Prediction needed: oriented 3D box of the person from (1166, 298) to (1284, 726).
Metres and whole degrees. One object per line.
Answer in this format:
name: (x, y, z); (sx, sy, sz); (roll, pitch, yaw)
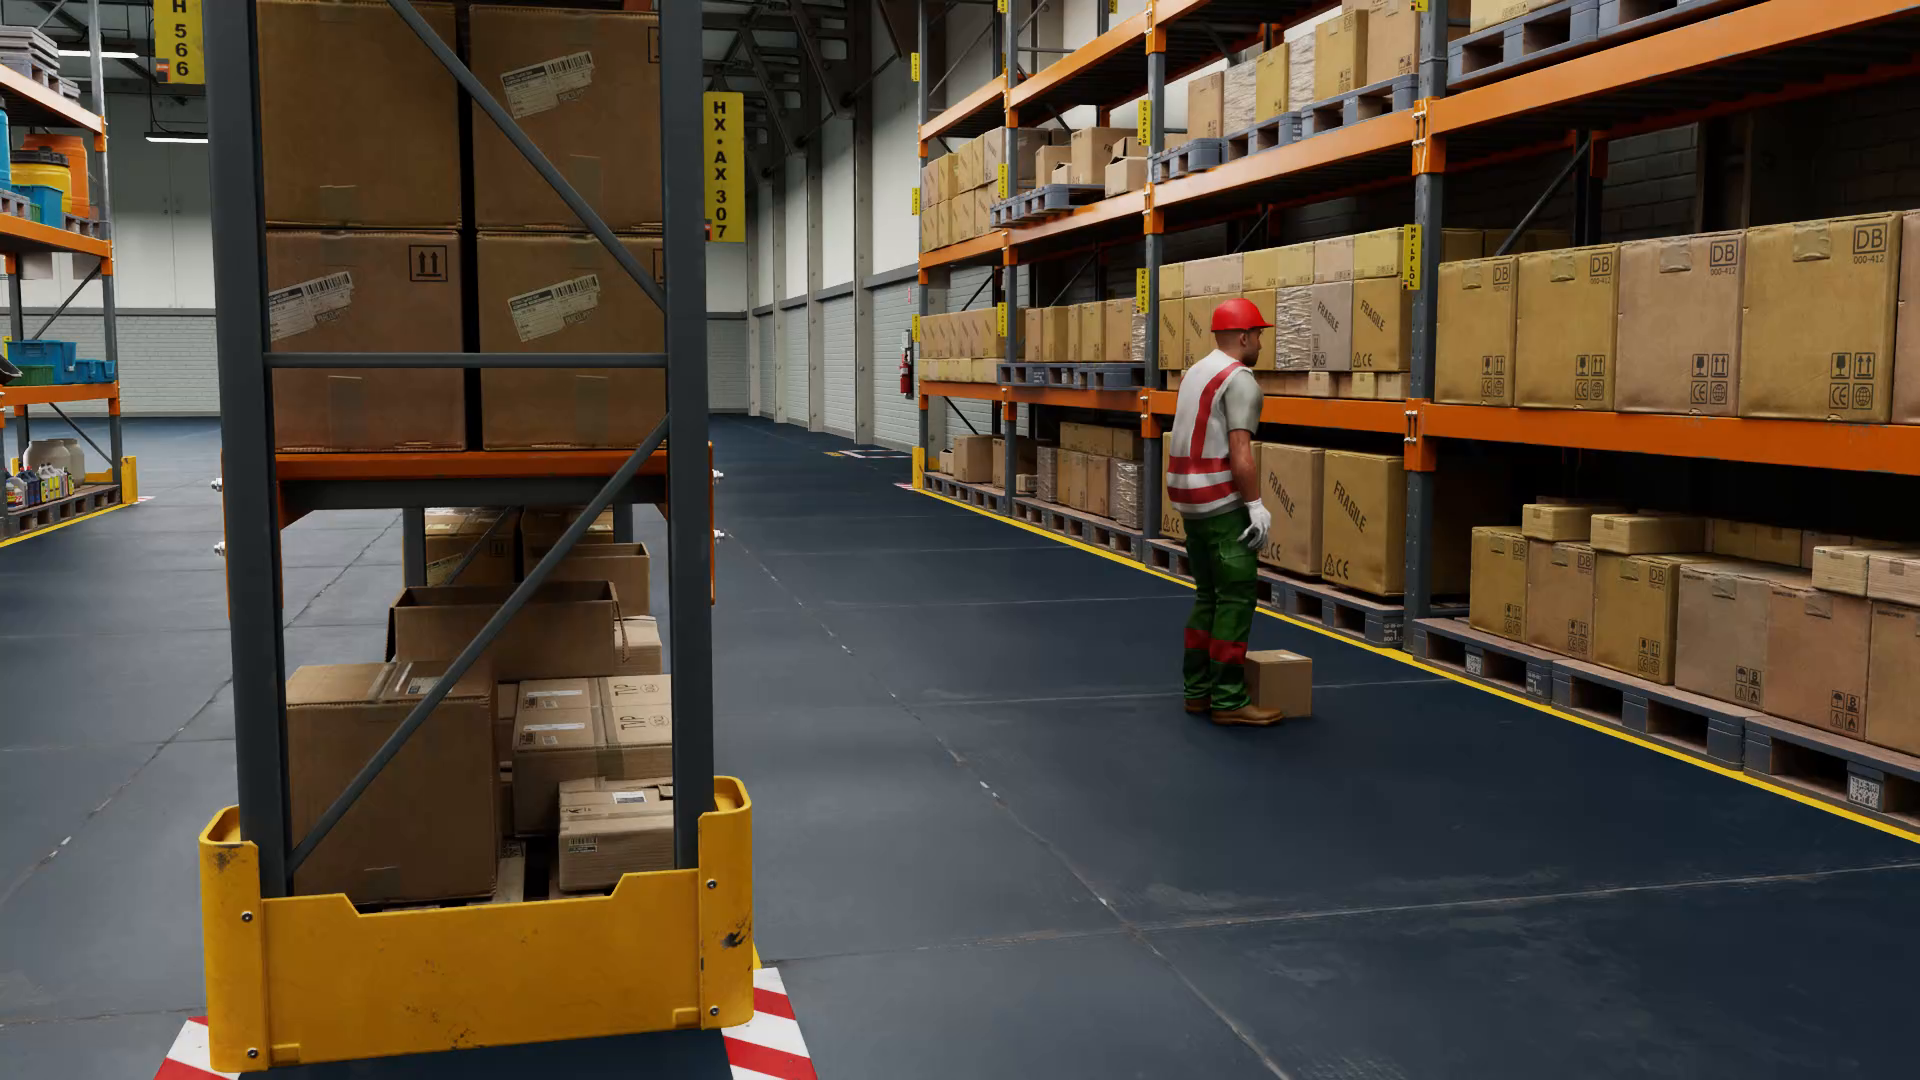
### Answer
person: (1.124, -0.131, 7.066); (0.452, 1.779, 0.618); (-2, 6, -17)
